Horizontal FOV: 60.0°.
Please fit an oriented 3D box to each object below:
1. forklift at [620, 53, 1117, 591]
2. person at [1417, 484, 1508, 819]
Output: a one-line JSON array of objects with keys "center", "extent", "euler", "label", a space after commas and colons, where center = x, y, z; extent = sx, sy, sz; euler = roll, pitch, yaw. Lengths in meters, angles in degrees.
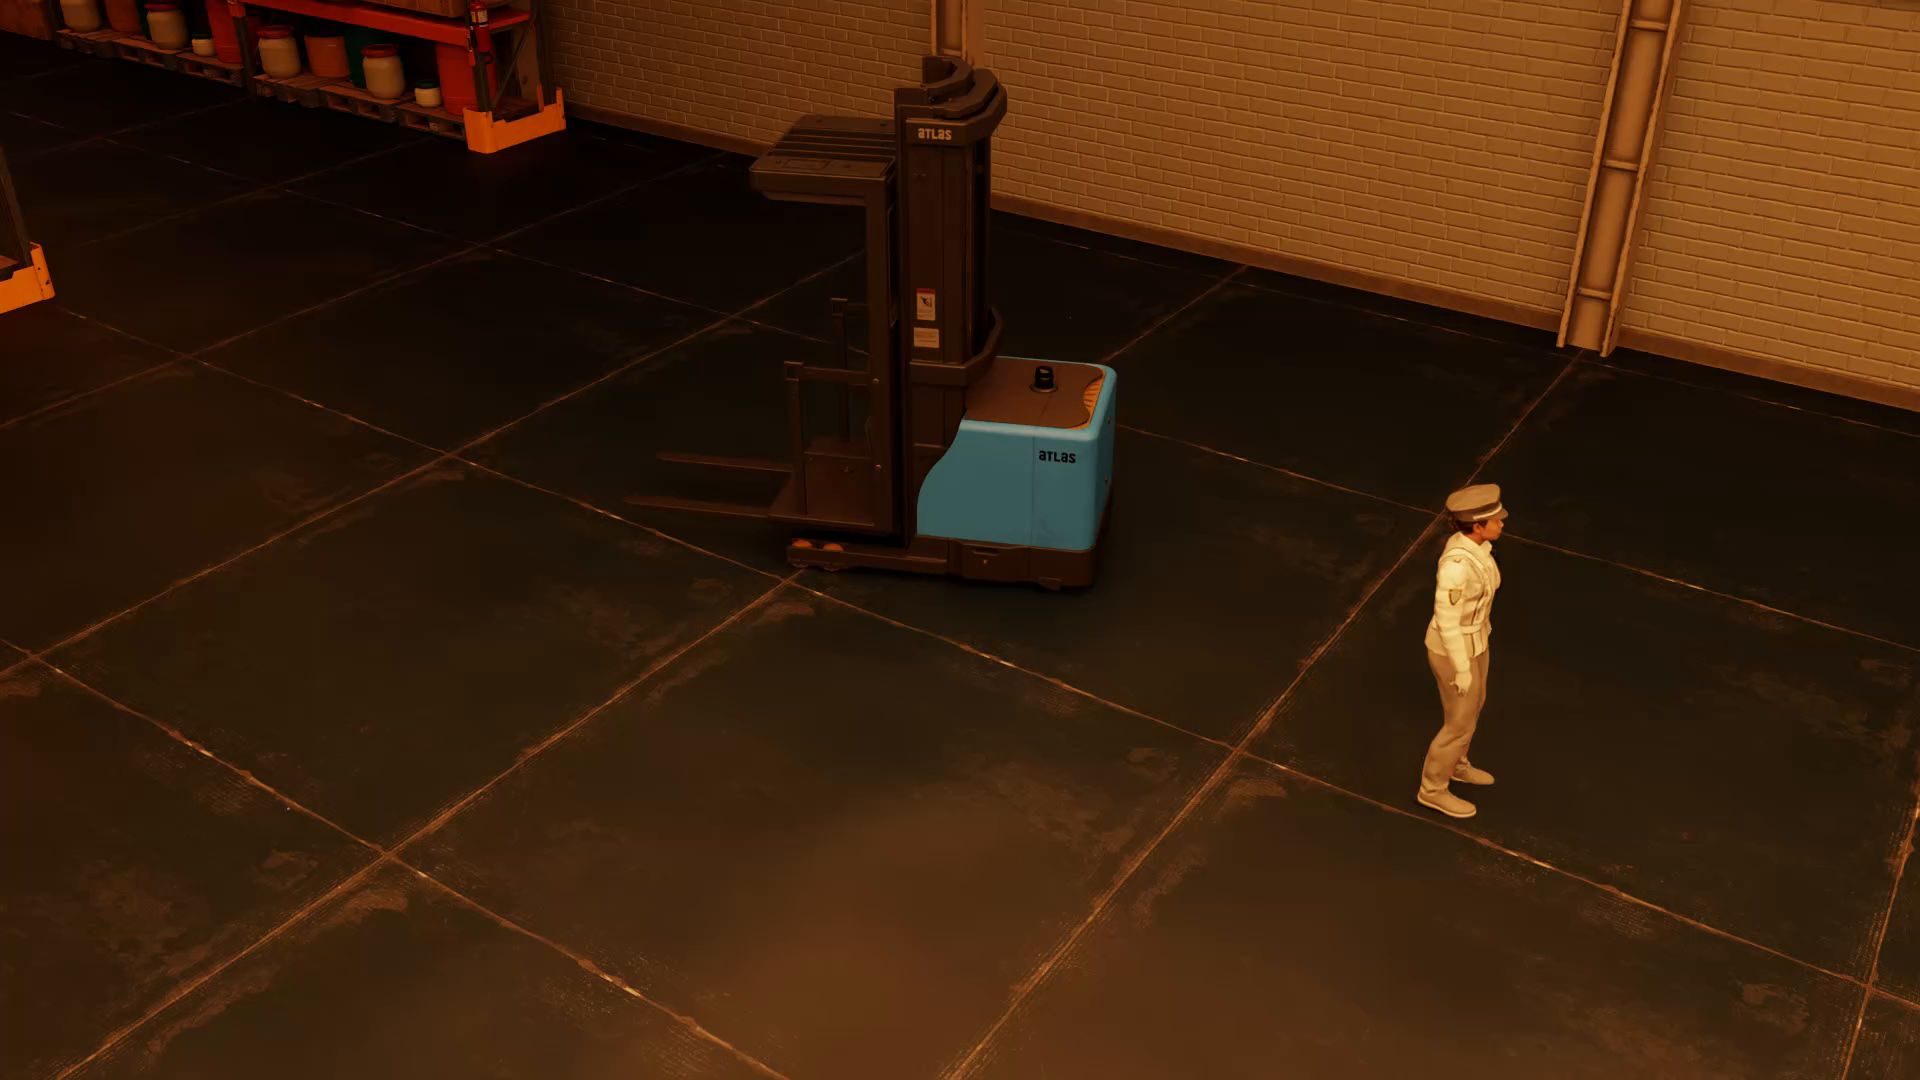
[{"center": [-0.596, -1.330, 9.871], "extent": [3.031, 2.935, 1.130], "euler": [6, 31, 10], "label": "forklift"}, {"center": [2.436, 0.526, 7.938], "extent": [0.450, 1.712, 0.568], "euler": [12, 32, 20], "label": "person"}]
